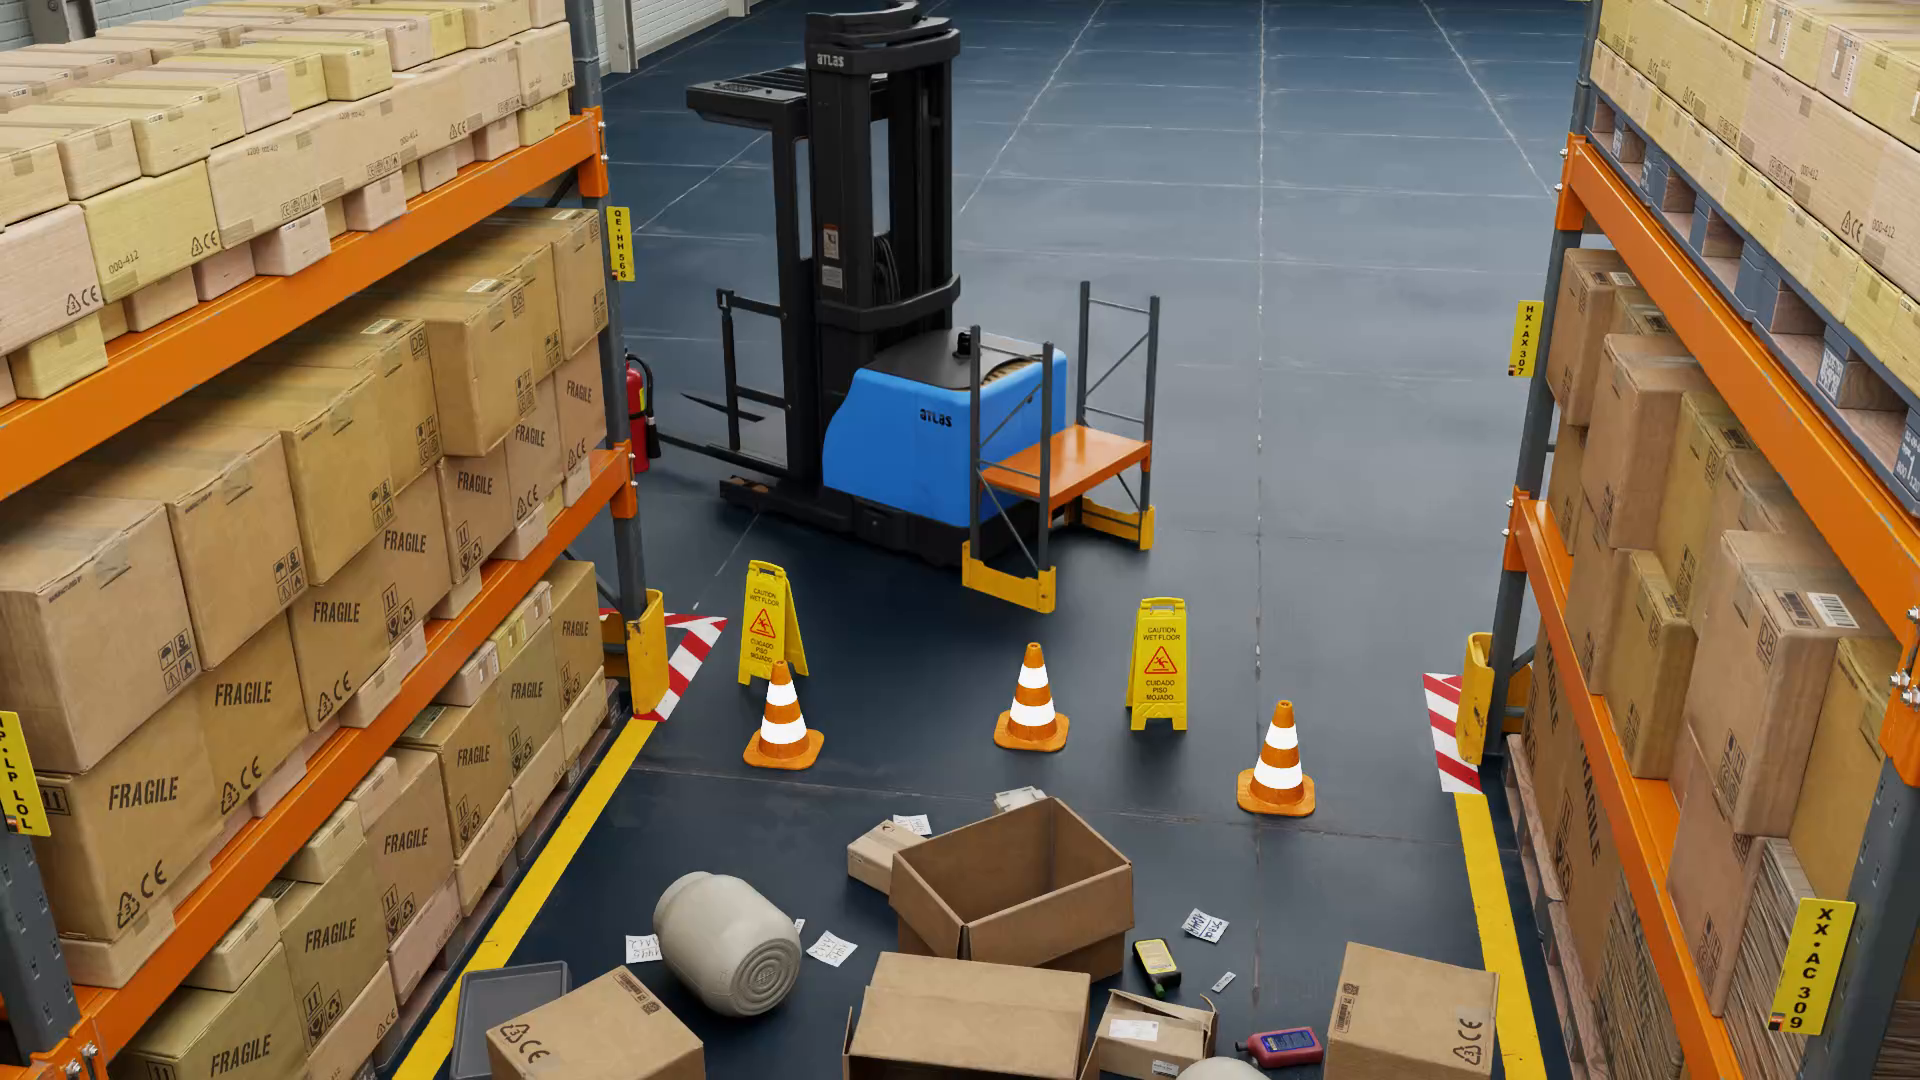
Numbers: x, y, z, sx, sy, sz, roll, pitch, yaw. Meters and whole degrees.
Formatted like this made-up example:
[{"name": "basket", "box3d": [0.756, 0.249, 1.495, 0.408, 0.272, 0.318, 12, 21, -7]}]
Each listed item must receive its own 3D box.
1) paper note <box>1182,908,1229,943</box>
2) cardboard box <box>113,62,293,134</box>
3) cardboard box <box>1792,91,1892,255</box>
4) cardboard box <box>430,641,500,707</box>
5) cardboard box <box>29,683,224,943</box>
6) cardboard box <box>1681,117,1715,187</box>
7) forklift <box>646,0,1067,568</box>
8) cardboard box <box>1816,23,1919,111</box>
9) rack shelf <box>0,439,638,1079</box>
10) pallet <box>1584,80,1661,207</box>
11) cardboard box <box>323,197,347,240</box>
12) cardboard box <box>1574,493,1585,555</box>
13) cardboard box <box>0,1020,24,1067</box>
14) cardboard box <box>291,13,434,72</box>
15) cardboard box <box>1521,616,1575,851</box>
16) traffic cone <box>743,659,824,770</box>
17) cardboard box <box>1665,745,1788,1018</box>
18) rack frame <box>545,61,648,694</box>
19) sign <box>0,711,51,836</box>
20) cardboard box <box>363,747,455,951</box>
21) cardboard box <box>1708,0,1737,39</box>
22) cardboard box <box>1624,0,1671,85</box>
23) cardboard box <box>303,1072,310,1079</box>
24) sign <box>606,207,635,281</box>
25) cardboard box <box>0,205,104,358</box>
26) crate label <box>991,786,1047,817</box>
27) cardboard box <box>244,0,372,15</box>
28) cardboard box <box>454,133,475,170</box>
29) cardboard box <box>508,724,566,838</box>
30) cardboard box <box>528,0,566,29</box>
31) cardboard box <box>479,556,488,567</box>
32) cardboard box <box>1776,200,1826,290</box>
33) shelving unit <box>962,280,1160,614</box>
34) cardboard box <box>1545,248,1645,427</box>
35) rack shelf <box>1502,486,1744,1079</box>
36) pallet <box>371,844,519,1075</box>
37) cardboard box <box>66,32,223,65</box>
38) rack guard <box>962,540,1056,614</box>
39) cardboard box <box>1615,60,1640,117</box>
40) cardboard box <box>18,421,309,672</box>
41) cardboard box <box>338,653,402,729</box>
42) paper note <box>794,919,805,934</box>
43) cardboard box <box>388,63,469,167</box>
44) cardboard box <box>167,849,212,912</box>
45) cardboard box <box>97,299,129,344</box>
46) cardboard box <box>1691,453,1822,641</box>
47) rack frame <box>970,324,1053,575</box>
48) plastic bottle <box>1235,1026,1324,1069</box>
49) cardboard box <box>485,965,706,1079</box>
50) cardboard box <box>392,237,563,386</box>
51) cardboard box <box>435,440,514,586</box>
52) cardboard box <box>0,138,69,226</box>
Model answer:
[{"name": "paper note", "box3d": [0.960, 1.505, 6.500, 0.144, 0.017, 0.142, 13, 28, 26]}, {"name": "cardboard box", "box3d": [-2.137, -1.252, 4.705, 0.380, 0.149, 0.250, 4, 25, 8]}, {"name": "cardboard box", "box3d": [2.141, -0.784, 3.561, 0.500, 0.250, 0.500, 4, 25, 8]}, {"name": "cardboard box", "box3d": [-1.972, 0.486, 6.271, 0.380, 0.149, 0.250, 5, 26, 11]}, {"name": "cardboard box", "box3d": [-2.322, 0.666, 4.319, 0.500, 0.500, 0.500, 4, 25, 8]}, {"name": "cardboard box", "box3d": [2.265, -1.086, 4.676, 0.380, 0.149, 0.250, 4, 25, 9]}, {"name": "forklift", "box3d": [-0.855, -1.653, 9.824, 3.031, 2.935, 1.130, 17, 30, 33]}, {"name": "cardboard box", "box3d": [2.100, -1.020, 3.595, 0.380, 0.149, 0.250, 4, 25, 9]}, {"name": "rack shelf", "box3d": [-2.342, 0.501, 5.991, 1.077, 0.370, 4.000, 4, 25, 9]}, {"name": "pallet", "box3d": [2.773, -1.369, 5.702, 1.003, 0.211, 1.213, 4, 25, 9]}, {"name": "cardboard box", "box3d": [-2.123, -0.993, 5.091, 0.380, 0.149, 0.250, 4, 25, 9]}, {"name": "cardboard box", "box3d": [2.800, -0.039, 6.118, 0.875, 0.550, 0.550, 4, 25, 9]}, {"name": "cardboard box", "box3d": [-2.837, 1.461, 4.955, 0.500, 0.500, 0.500, 4, 25, 8]}, {"name": "cardboard box", "box3d": [-2.023, -1.688, 5.636, 0.380, 0.149, 0.250, 4, 25, 9]}, {"name": "cardboard box", "box3d": [2.839, 0.699, 6.729, 0.875, 0.875, 0.875, 4, 25, 9]}, {"name": "traffic cone", "box3d": [-0.813, 0.756, 7.588, 0.336, 0.463, 0.334, 4, 25, 9]}, {"name": "cardboard box", "box3d": [2.347, 0.857, 4.204, 0.875, 0.550, 0.550, 4, 25, 9]}, {"name": "rack frame", "box3d": [-2.016, -0.662, 7.626, 1.000, 3.000, 0.127, 4, 25, 9]}, {"name": "sign", "box3d": [-2.121, 0.524, 3.727, 0.100, 0.325, 0.005, 4, 25, 9]}, {"name": "cardboard box", "box3d": [-2.144, 1.057, 5.817, 0.500, 0.500, 0.500, 5, 26, 11]}, {"name": "cardboard box", "box3d": [2.265, -1.446, 4.506, 0.380, 0.149, 0.250, 4, 25, 9]}, {"name": "cardboard box", "box3d": [2.471, -1.625, 5.359, 0.500, 0.250, 0.500, 4, 25, 8]}, {"name": "cardboard box", "box3d": [-2.306, 1.838, 5.033, 0.500, 0.250, 0.500, 3, 25, 6]}, {"name": "sign", "box3d": [-1.471, -1.282, 7.213, 0.100, 0.325, 0.005, 4, 25, 9]}, {"name": "cardboard box", "box3d": [-2.327, -0.579, 3.737, 0.500, 0.250, 0.500, 3, 25, 7]}, {"name": "crate label", "box3d": [0.270, 1.172, 7.085, 0.250, 0.136, 0.298, -9, 27, -19]}, {"name": "cardboard box", "box3d": [-2.402, -1.926, 6.145, 0.380, 0.149, 0.250, 4, 25, 8]}, {"name": "cardboard box", "box3d": [-1.990, -1.422, 6.007, 0.380, 0.149, 0.250, 4, 25, 9]}, {"name": "cardboard box", "box3d": [-1.975, 0.966, 6.896, 0.500, 0.250, 0.500, 4, 25, 9]}, {"name": "cardboard box", "box3d": [-1.780, -2.106, 6.528, 0.380, 0.149, 0.250, 4, 25, 9]}, {"name": "cardboard box", "box3d": [-2.053, 0.050, 6.402, 0.380, 0.149, 0.250, 4, 25, 9]}, {"name": "cardboard box", "box3d": [2.098, -0.663, 3.774, 0.380, 0.149, 0.250, 4, 25, 9]}, {"name": "shelving unit", "box3d": [0.566, -0.536, 9.125, 0.587, 1.500, 1.083, 18, 31, 34]}, {"name": "cardboard box", "box3d": [2.786, -0.766, 6.397, 0.875, 0.550, 0.550, 4, 25, 9]}, {"name": "rack shelf", "box3d": [2.558, 0.801, 5.349, 1.077, 0.370, 4.000, 4, 25, 9]}, {"name": "pallet", "box3d": [-2.397, 1.479, 6.341, 1.003, 0.211, 1.213, 4, 25, 9]}, {"name": "cardboard box", "box3d": [-2.555, -1.499, 5.231, 0.380, 0.149, 0.250, 5, 25, 10]}, {"name": "rack guard", "box3d": [0.262, 0.197, 9.034, 0.587, 0.250, 0.087, 18, 31, 34]}, {"name": "cardboard box", "box3d": [2.430, -1.509, 5.580, 0.380, 0.149, 0.250, 4, 25, 9]}, {"name": "cardboard box", "box3d": [-2.278, -0.003, 4.569, 0.700, 0.500, 0.500, 4, 25, 9]}, {"name": "cardboard box", "box3d": [-2.083, 0.481, 5.480, 0.380, 0.149, 0.250, 4, 25, 9]}, {"name": "paper note", "box3d": [-0.636, 1.520, 6.492, 0.032, 0.001, 0.123, 4, 25, 9]}, {"name": "cardboard box", "box3d": [-1.997, -1.427, 5.548, 0.500, 0.250, 0.500, 5, 25, 10]}, {"name": "cardboard box", "box3d": [-2.311, 0.906, 4.572, 0.380, 0.149, 0.250, 5, 26, 10]}, {"name": "cardboard box", "box3d": [-2.347, -0.564, 4.175, 0.380, 0.149, 0.250, 4, 25, 9]}, {"name": "cardboard box", "box3d": [2.524, 0.149, 4.444, 0.875, 0.550, 0.550, 4, 25, 9]}, {"name": "rack frame", "box3d": [0.261, -0.368, 8.768, 0.500, 1.500, 0.032, 18, 31, 34]}, {"name": "plastic bottle", "box3d": [1.121, 1.791, 5.851, 0.283, 0.061, 0.133, -5, 25, -10]}, {"name": "cardboard box", "box3d": [-1.152, 1.788, 5.337, 0.500, 0.500, 0.500, -20, 32, -36]}, {"name": "cardboard box", "box3d": [-1.974, -0.855, 6.389, 0.700, 0.500, 0.500, 4, 25, 9]}, {"name": "cardboard box", "box3d": [-2.004, -0.178, 6.122, 0.500, 0.500, 0.500, 4, 25, 8]}, {"name": "cardboard box", "box3d": [-2.282, -0.815, 3.770, 0.380, 0.149, 0.250, 5, 26, 10]}]
